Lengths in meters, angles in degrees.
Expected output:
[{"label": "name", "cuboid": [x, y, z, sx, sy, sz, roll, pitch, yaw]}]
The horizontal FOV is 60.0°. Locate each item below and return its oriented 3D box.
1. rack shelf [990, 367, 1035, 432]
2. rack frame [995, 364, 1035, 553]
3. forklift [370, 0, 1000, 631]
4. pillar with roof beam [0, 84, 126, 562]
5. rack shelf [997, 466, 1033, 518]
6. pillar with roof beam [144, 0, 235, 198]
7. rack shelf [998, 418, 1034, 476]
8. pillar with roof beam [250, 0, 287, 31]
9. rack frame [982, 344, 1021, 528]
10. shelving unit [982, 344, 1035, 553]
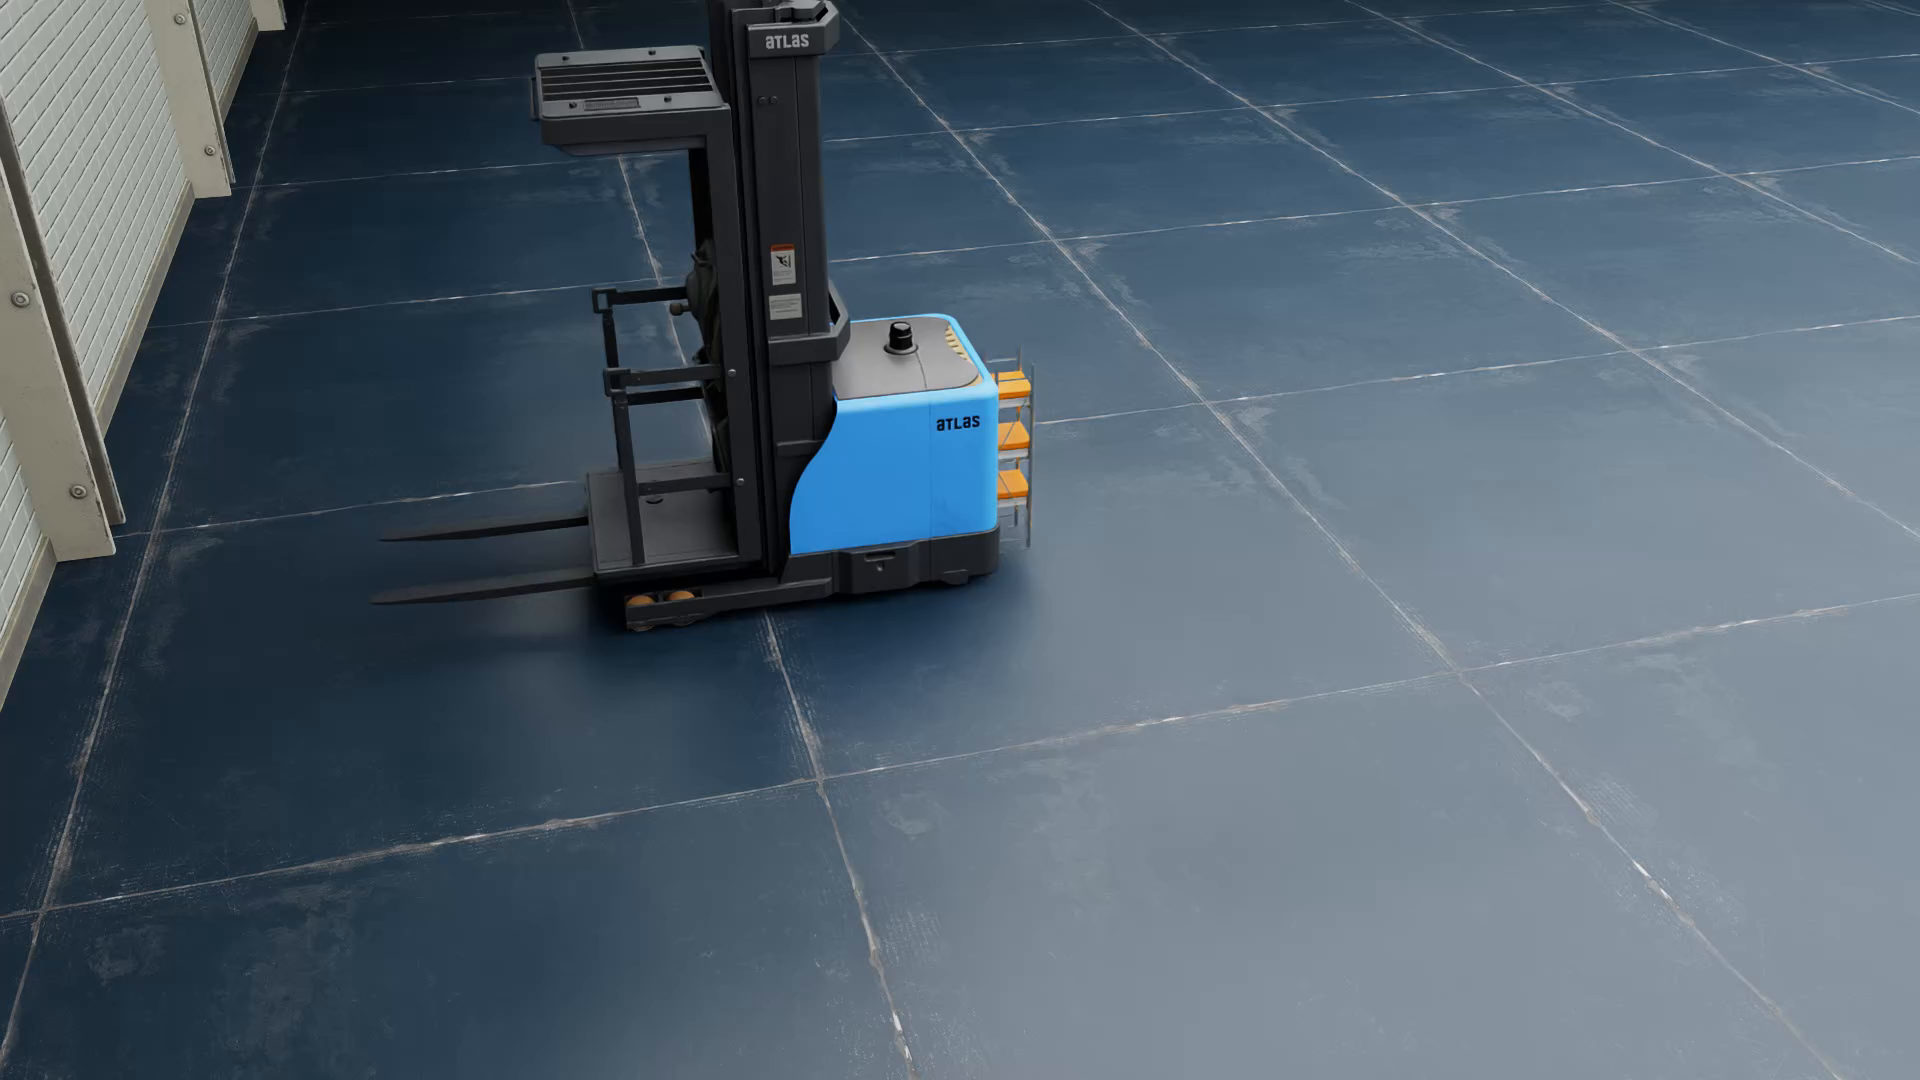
[{"label": "rack shelf", "cuboid": [0.240, -0.692, 8.352, 0.215, 0.259, 0.240, -7, 31, -12]}, {"label": "rack frame", "cuboid": [0.268, -0.396, 8.386, 0.200, 1.050, 0.008, -7, 31, -12]}, {"label": "forklift", "cuboid": [-1.376, -1.123, 7.765, 3.031, 2.935, 1.130, -7, 31, -12]}, {"label": "pillar with roof beam", "cuboid": [-0.435, -4.467, 7.484, 9.100, 9.000, 0.400, -8, 31, -13]}, {"label": "rack shelf", "cuboid": [0.239, -0.206, 8.633, 0.215, 0.259, 0.240, -7, 31, -12]}, {"label": "pillar with roof beam", "cuboid": [-2.027, -7.365, 12.491, 9.100, 9.000, 0.400, -8, 31, -13]}, {"label": "rack shelf", "cuboid": [0.239, -0.446, 8.494, 0.215, 0.259, 0.240, -7, 31, -12]}, {"label": "pillar with roof beam", "cuboid": [-3.620, -10.263, 17.498, 9.100, 9.000, 0.400, -8, 31, -13]}, {"label": "rack frame", "cuboid": [0.211, -0.515, 8.591, 0.200, 1.050, 0.008, -7, 31, -12]}, {"label": "shelving unit", "cuboid": [0.239, -0.455, 8.488, 0.215, 1.050, 0.252, -7, 31, -12]}]
